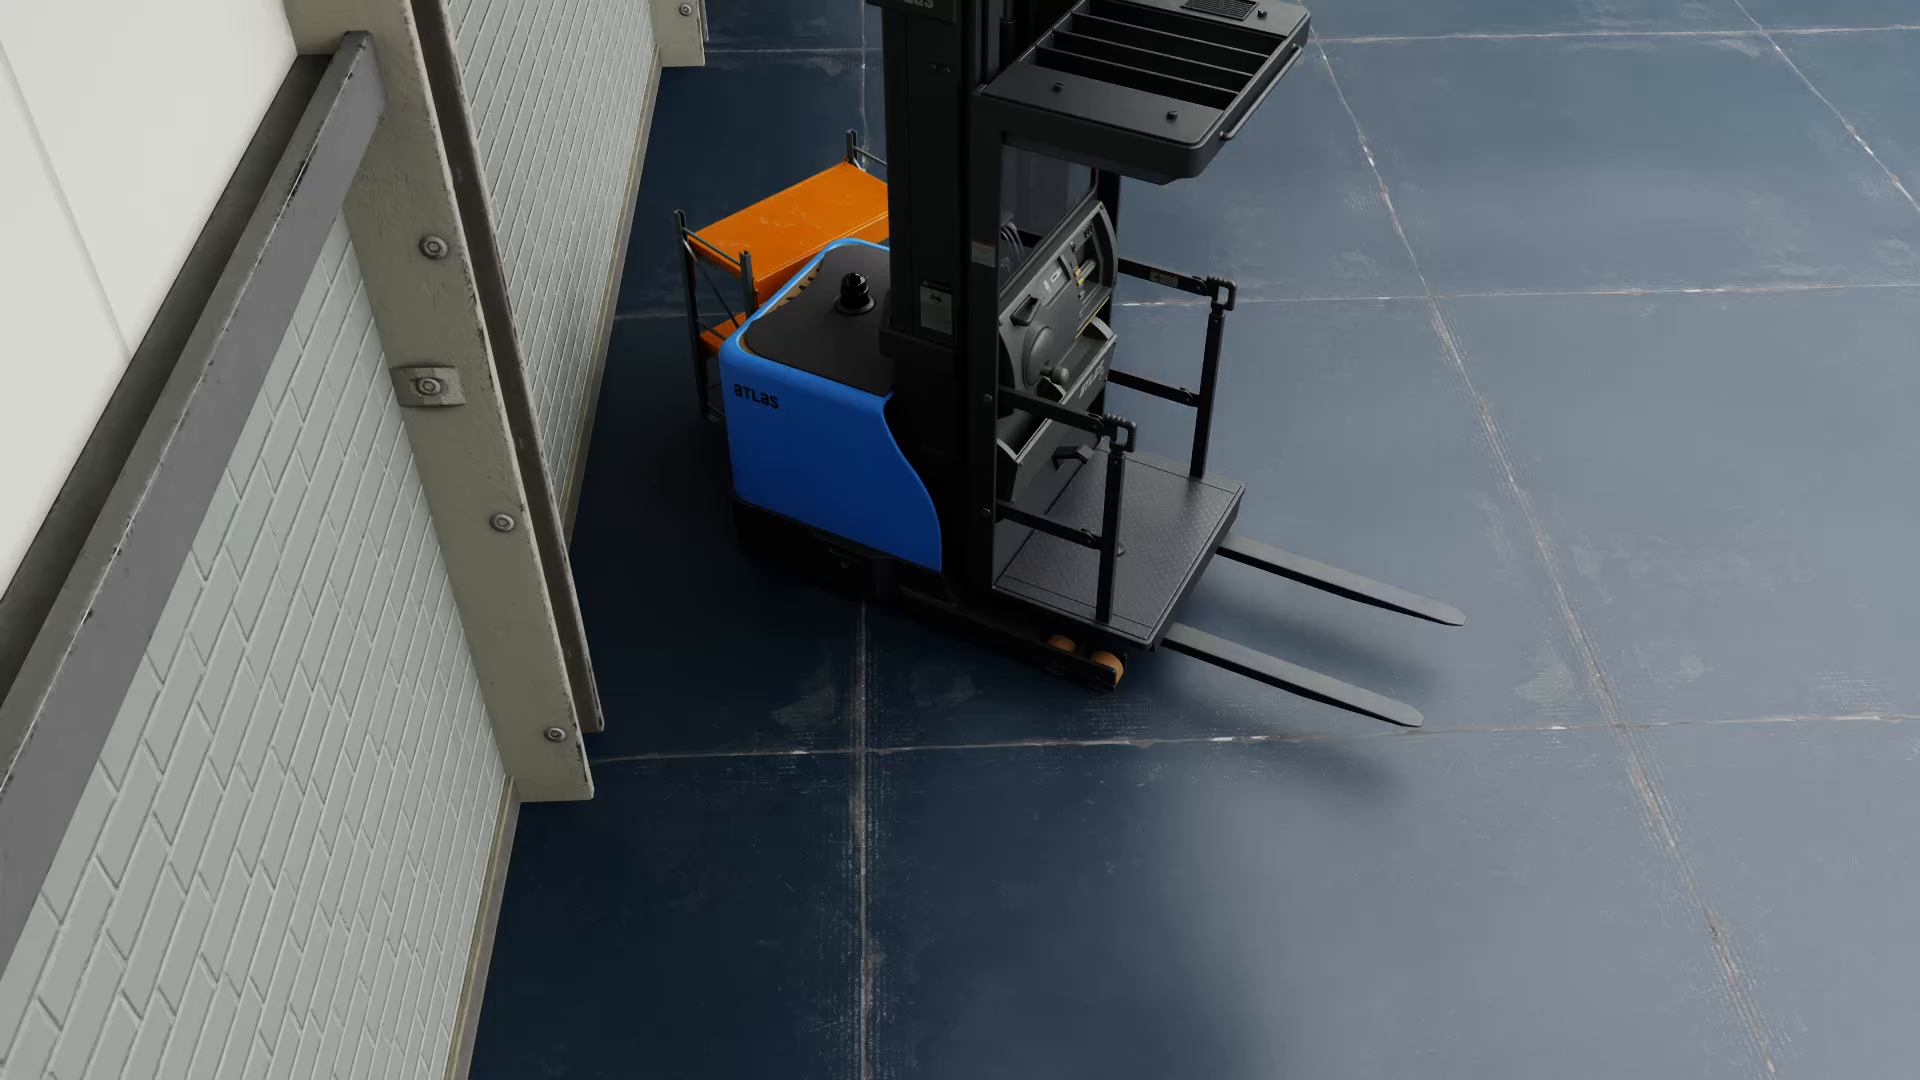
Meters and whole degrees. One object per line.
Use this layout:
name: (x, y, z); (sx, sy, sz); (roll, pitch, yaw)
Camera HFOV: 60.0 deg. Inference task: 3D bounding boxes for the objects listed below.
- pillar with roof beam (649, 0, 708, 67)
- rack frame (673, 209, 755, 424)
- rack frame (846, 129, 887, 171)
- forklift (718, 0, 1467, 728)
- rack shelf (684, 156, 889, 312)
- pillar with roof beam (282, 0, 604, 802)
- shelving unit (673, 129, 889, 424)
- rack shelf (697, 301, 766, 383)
pillar with roof beam: (2.486, -6.634, 7.978); (9.100, 9.000, 0.400); (-2, 43, -2)
rack frame: (-1.075, -0.915, 7.566); (0.032, 1.125, 0.500); (-34, 52, -31)
rack frame: (-0.351, -1.398, 8.093); (0.032, 1.125, 0.500); (-34, 52, -31)
forklift: (0.558, -0.883, 6.194); (3.031, 2.935, 1.130); (20, 46, 20)
rack shelf: (-0.713, -1.373, 7.631); (1.000, 0.278, 0.538); (-34, 52, -31)
pillar with roof beam: (2.741, -2.584, 3.559); (9.100, 9.000, 0.400); (-2, 43, -2)
shelving unit: (-0.713, -1.157, 7.829); (1.048, 1.125, 0.538); (-34, 52, -31)
rack shelf: (-0.713, -0.977, 7.994); (1.000, 0.278, 0.538); (-34, 52, -31)
